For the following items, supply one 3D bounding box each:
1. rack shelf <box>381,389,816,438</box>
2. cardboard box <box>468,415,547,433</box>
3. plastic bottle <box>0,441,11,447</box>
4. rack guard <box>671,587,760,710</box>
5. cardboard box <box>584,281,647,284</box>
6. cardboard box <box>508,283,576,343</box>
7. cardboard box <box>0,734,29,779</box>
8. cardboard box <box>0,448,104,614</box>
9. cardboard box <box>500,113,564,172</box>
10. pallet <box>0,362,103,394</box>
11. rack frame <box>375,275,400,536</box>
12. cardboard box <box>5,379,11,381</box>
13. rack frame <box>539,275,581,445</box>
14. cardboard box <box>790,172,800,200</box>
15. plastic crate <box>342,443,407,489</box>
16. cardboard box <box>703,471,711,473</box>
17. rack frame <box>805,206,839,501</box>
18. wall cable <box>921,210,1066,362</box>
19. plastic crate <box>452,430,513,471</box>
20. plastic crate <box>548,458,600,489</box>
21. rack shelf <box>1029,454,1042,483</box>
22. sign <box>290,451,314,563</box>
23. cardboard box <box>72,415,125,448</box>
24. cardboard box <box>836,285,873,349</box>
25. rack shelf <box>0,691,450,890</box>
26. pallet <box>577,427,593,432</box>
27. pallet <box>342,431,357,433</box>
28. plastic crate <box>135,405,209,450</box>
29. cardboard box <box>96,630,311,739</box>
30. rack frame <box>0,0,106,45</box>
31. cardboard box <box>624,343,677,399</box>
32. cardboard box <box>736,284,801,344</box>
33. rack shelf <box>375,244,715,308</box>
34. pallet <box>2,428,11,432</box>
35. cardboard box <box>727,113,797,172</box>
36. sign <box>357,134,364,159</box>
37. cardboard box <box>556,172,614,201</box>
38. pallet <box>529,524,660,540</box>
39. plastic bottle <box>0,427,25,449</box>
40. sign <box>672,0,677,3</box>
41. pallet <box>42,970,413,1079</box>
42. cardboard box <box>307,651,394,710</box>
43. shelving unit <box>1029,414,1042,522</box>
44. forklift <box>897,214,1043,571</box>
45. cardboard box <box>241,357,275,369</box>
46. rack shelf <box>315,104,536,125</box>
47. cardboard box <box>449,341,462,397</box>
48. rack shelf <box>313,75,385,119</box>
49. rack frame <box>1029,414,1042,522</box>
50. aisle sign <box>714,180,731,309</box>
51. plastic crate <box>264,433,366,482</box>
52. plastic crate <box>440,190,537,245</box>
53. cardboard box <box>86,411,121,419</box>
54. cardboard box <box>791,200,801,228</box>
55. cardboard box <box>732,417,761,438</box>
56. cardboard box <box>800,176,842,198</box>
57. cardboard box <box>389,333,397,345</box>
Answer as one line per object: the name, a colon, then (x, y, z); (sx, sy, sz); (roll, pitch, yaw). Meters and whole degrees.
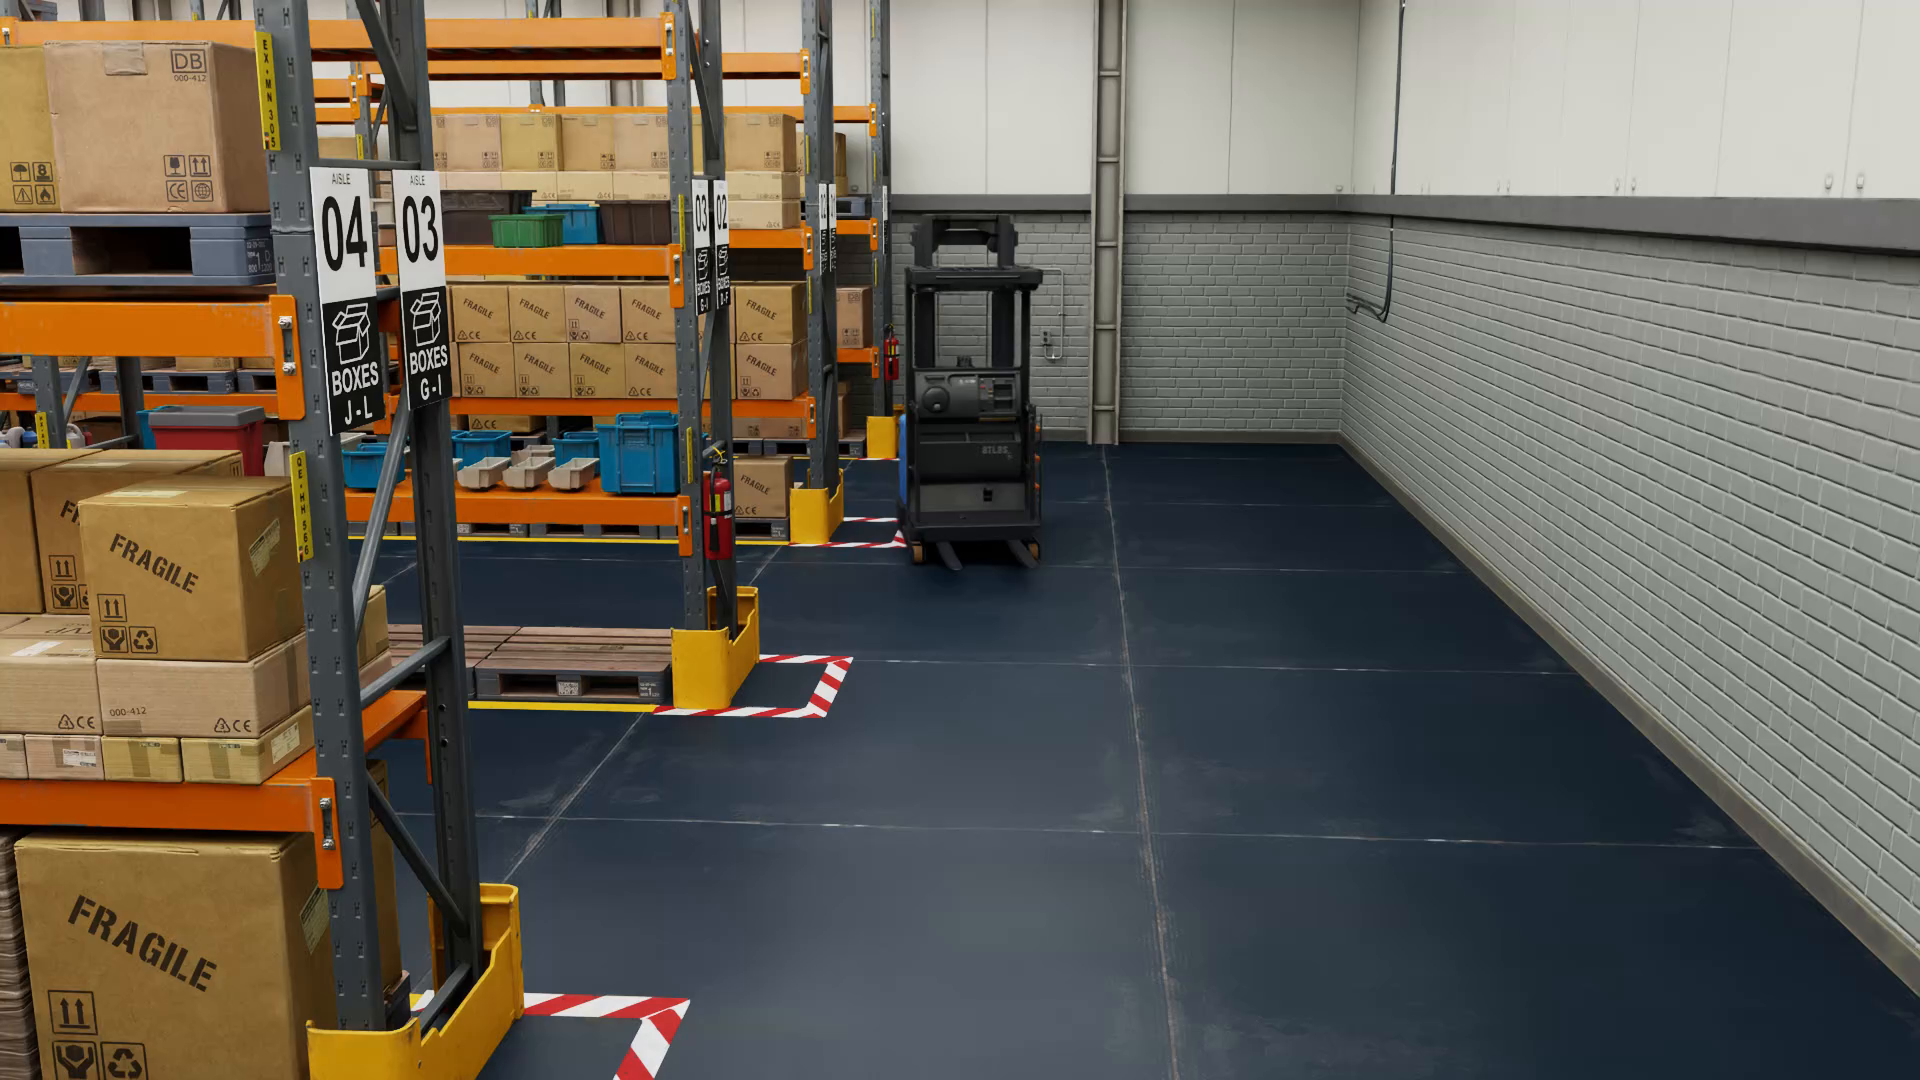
rack shelf: (-3.256, -1.227, 15.547); (4.000, 0.370, 1.077); (1, 12, 4)
cardboard box: (-5.581, -1.754, 20.535); (0.750, 0.750, 0.750); (1, 12, 4)
plastic bottle: (-6.377, -0.561, 11.090); (0.097, 0.201, 0.097); (0, 12, 0)
rack guard: (-1.570, 0.681, 10.772); (0.348, 0.500, 1.175); (1, 12, 4)
cardboard box: (-3.213, -2.170, 15.613); (0.500, 0.500, 0.500); (1, 12, 3)
cardboard box: (-3.772, -2.067, 15.119); (0.500, 0.500, 0.500); (0, 12, 2)
cardboard box: (-3.063, 0.647, 5.446); (0.250, 0.149, 0.380); (1, 12, 5)
cardboard box: (-3.403, -0.042, 5.932); (0.500, 0.500, 0.500); (0, 12, 2)
cardboard box: (-3.775, -3.573, 14.992); (0.500, 0.500, 0.700); (1, 12, 4)
pallet: (-8.562, -1.572, 15.910); (1.003, 0.211, 1.213); (1, 12, 4)
rack frame: (-5.251, -1.607, 15.604); (0.127, 3.000, 1.000); (1, 12, 4)
cardboard box: (-11.731, -2.075, 21.042); (0.500, 0.250, 0.500); (1, 12, 3)
rack frame: (-4.924, -2.619, 20.442); (0.127, 3.000, 1.000); (1, 12, 4)
cardboard box: (-1.756, -3.252, 15.287); (0.500, 0.250, 0.500); (1, 12, 4)
plastic crate: (-3.661, -0.463, 10.400); (0.300, 0.233, 0.416); (1, 12, 4)
cardboard box: (-2.283, -0.494, 15.924); (0.500, 0.250, 0.500); (1, 12, 4)
rack frame: (-1.260, -1.552, 15.343); (0.127, 3.000, 1.000); (1, 12, 4)
wall cable: (0.408, -3.237, 20.917); (1.851, 1.984, 0.084); (1, 12, 4)
plastic crate: (-3.133, -0.576, 10.940); (0.300, 0.233, 0.416); (1, 12, 4)
plastic crate: (-2.421, -0.414, 10.403); (0.243, 0.136, 0.396); (1, 12, 4)
rack shelf: (0.658, -0.699, 16.078); (0.215, 0.259, 0.240); (-3, 12, -13)
sign: (-1.976, -0.100, 4.996); (0.005, 0.325, 0.100); (1, 12, 4)
cardboard box: (-8.237, -1.055, 16.168); (0.500, 0.250, 0.500); (1, 12, 6)
cardboard box: (-1.443, -2.716, 20.174); (0.700, 0.700, 0.980); (1, 12, 6)
rack shelf: (-3.922, 0.797, 5.873); (4.000, 0.370, 1.077); (1, 12, 4)
pallet: (-4.171, -1.227, 20.602); (1.213, 0.211, 1.003); (1, 12, 4)
pallet: (-8.134, -1.282, 20.864); (1.213, 0.211, 1.003); (1, 12, 4)
plastic crate: (-5.098, -0.680, 11.065); (0.575, 0.384, 0.392); (1, 12, 4)
cardboard box: (-2.427, 0.447, 5.425); (0.500, 0.250, 0.500); (1, 12, 3)
rack frame: (-5.586, -3.531, 10.153); (0.127, 3.000, 1.000); (1, 12, 4)
cardboard box: (-2.741, -1.566, 15.164); (0.500, 0.500, 0.500); (1, 12, 4)
cardboard box: (-1.723, -2.040, 14.991); (0.500, 0.500, 0.500); (1, 12, 3)
rack shelf: (-3.591, -1.683, 10.403); (4.000, 0.370, 1.077); (1, 12, 4)
pallet: (-12.129, -1.353, 21.202); (1.213, 0.211, 1.003); (1, 12, 4)
cardboard box: (-1.774, -3.562, 14.941); (0.500, 0.500, 0.700); (1, 12, 4)
sign: (-5.285, -3.407, 14.662); (0.005, 0.325, 0.100); (1, 12, 4)
cardboard box: (-3.287, -3.166, 14.879); (0.500, 0.250, 0.500); (1, 12, 4)
pallet: (-3.346, -0.216, 15.767); (1.213, 0.211, 1.003); (1, 12, 4)
plastic bottle: (-6.388, -0.623, 11.206); (0.135, 0.276, 0.152); (1, 12, 4)
sign: (-1.616, -3.206, 9.386); (0.005, 0.325, 0.100); (1, 12, 4)
pallet: (-2.729, 1.842, 5.929); (1.213, 0.211, 1.003); (1, 12, 4)
cardboard box: (-2.258, 0.523, 6.039); (0.250, 0.149, 0.380); (1, 12, 4)
shelving unit: (0.658, -0.709, 16.076); (0.215, 1.050, 0.252); (-3, 12, -13)
forklift: (0.097, -1.299, 14.300); (1.130, 2.935, 3.031); (-1, 12, -7)
cardboard box: (-6.400, -1.910, 15.783); (0.500, 0.500, 0.700); (3, 12, 13)
rack shelf: (-6.920, -5.035, 20.074); (4.000, 0.370, 1.077); (1, 12, 4)
cardboard box: (-4.761, -1.593, 15.295); (0.500, 0.500, 0.500); (1, 12, 5)
rack shelf: (-7.247, -4.022, 15.235); (4.000, 0.370, 1.077); (1, 12, 4)
rack frame: (0.686, -0.685, 15.960); (0.200, 1.050, 0.008); (-3, 12, -13)
aisle sign: (-1.503, -1.872, 10.524); (0.004, 0.787, 0.394); (1, 12, 4)
plastic crate: (-4.075, -0.508, 10.493); (0.530, 0.282, 0.437); (1, 12, 4)
plastic crate: (-3.101, -2.055, 10.573); (0.767, 0.338, 0.504); (1, 12, 4)
cardboard box: (-10.641, -1.696, 21.063); (0.500, 0.500, 0.700); (1, 12, 3)
cardboard box: (-1.756, -3.006, 15.333); (0.500, 0.250, 0.500); (1, 12, 4)
cardboard box: (-2.639, -1.549, 20.407); (0.500, 0.500, 0.700); (0, 12, 2)
cardboard box: (-1.682, -4.169, 19.624); (0.500, 0.250, 0.500); (1, 12, 5)
cardboard box: (-6.809, -2.485, 20.366); (0.250, 0.149, 0.380); (1, 12, 6)
